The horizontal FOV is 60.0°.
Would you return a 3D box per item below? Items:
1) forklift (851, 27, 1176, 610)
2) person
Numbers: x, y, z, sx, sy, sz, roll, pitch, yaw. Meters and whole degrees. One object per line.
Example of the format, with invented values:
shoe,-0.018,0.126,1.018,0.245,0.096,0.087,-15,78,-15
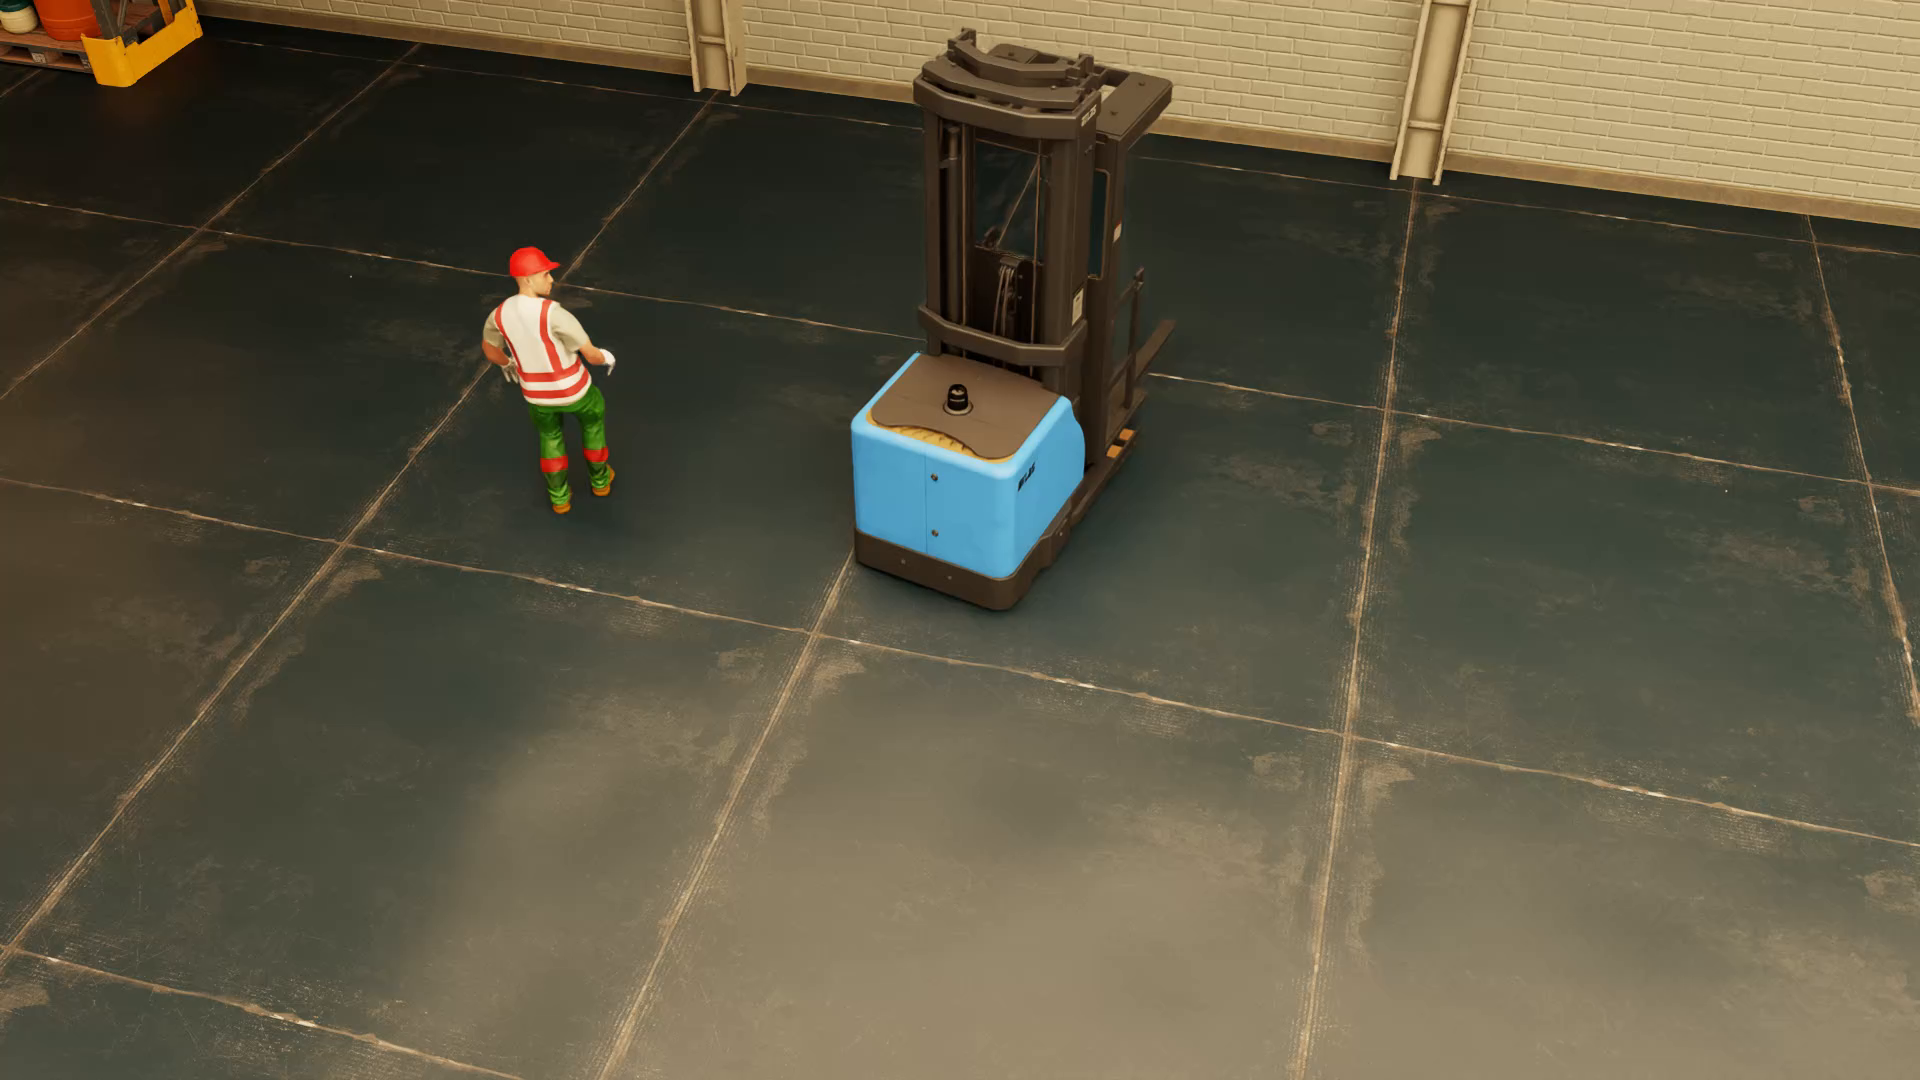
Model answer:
forklift,0.500,-1.665,9.761,1.130,2.935,3.031,19,45,20
person,-2.409,-0.952,9.858,0.740,1.741,0.512,4,41,5
